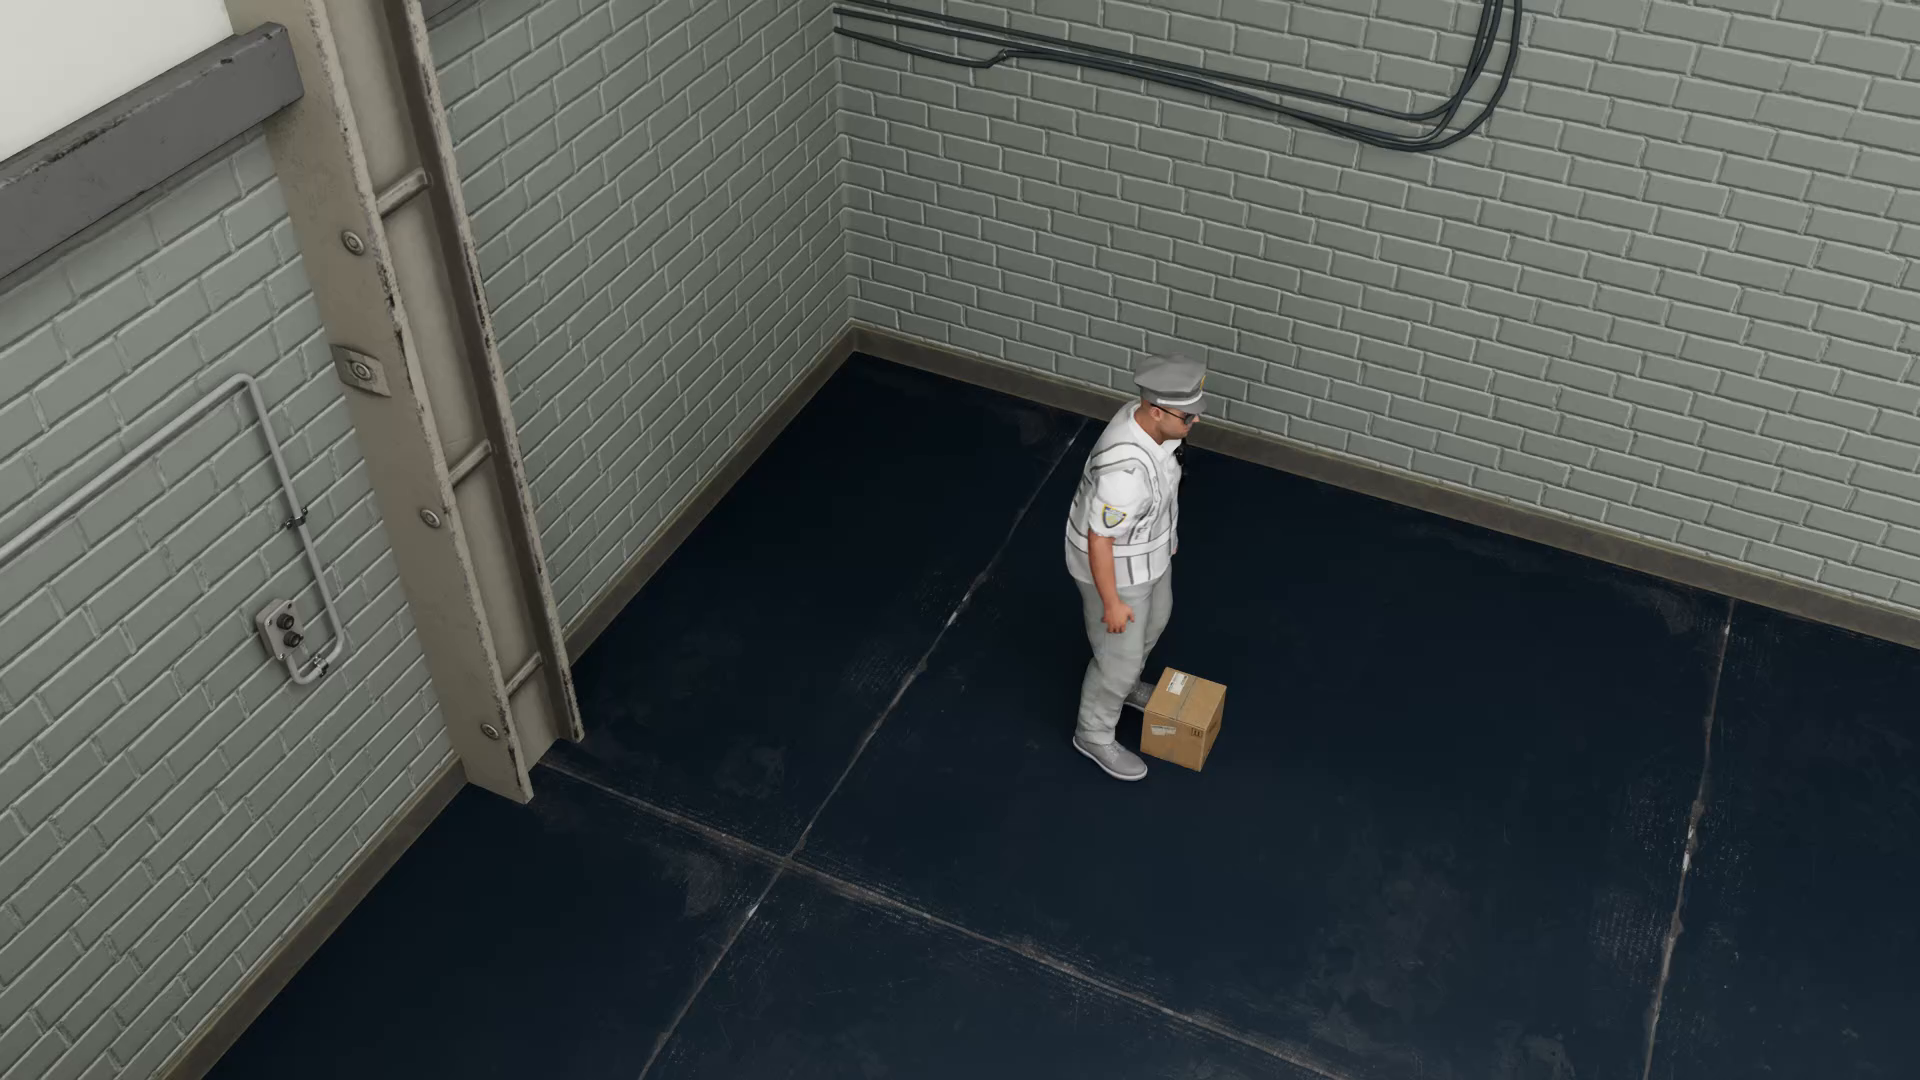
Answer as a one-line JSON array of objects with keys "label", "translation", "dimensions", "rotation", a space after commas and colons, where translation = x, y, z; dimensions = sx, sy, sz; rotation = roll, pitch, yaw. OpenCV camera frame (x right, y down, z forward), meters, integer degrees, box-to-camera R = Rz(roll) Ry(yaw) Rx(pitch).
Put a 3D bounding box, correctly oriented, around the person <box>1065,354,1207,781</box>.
[{"label": "person", "translation": [0.618, 0.070, 6.076], "dimensions": [0.439, 1.748, 0.586], "rotation": [18, 45, 19]}]
